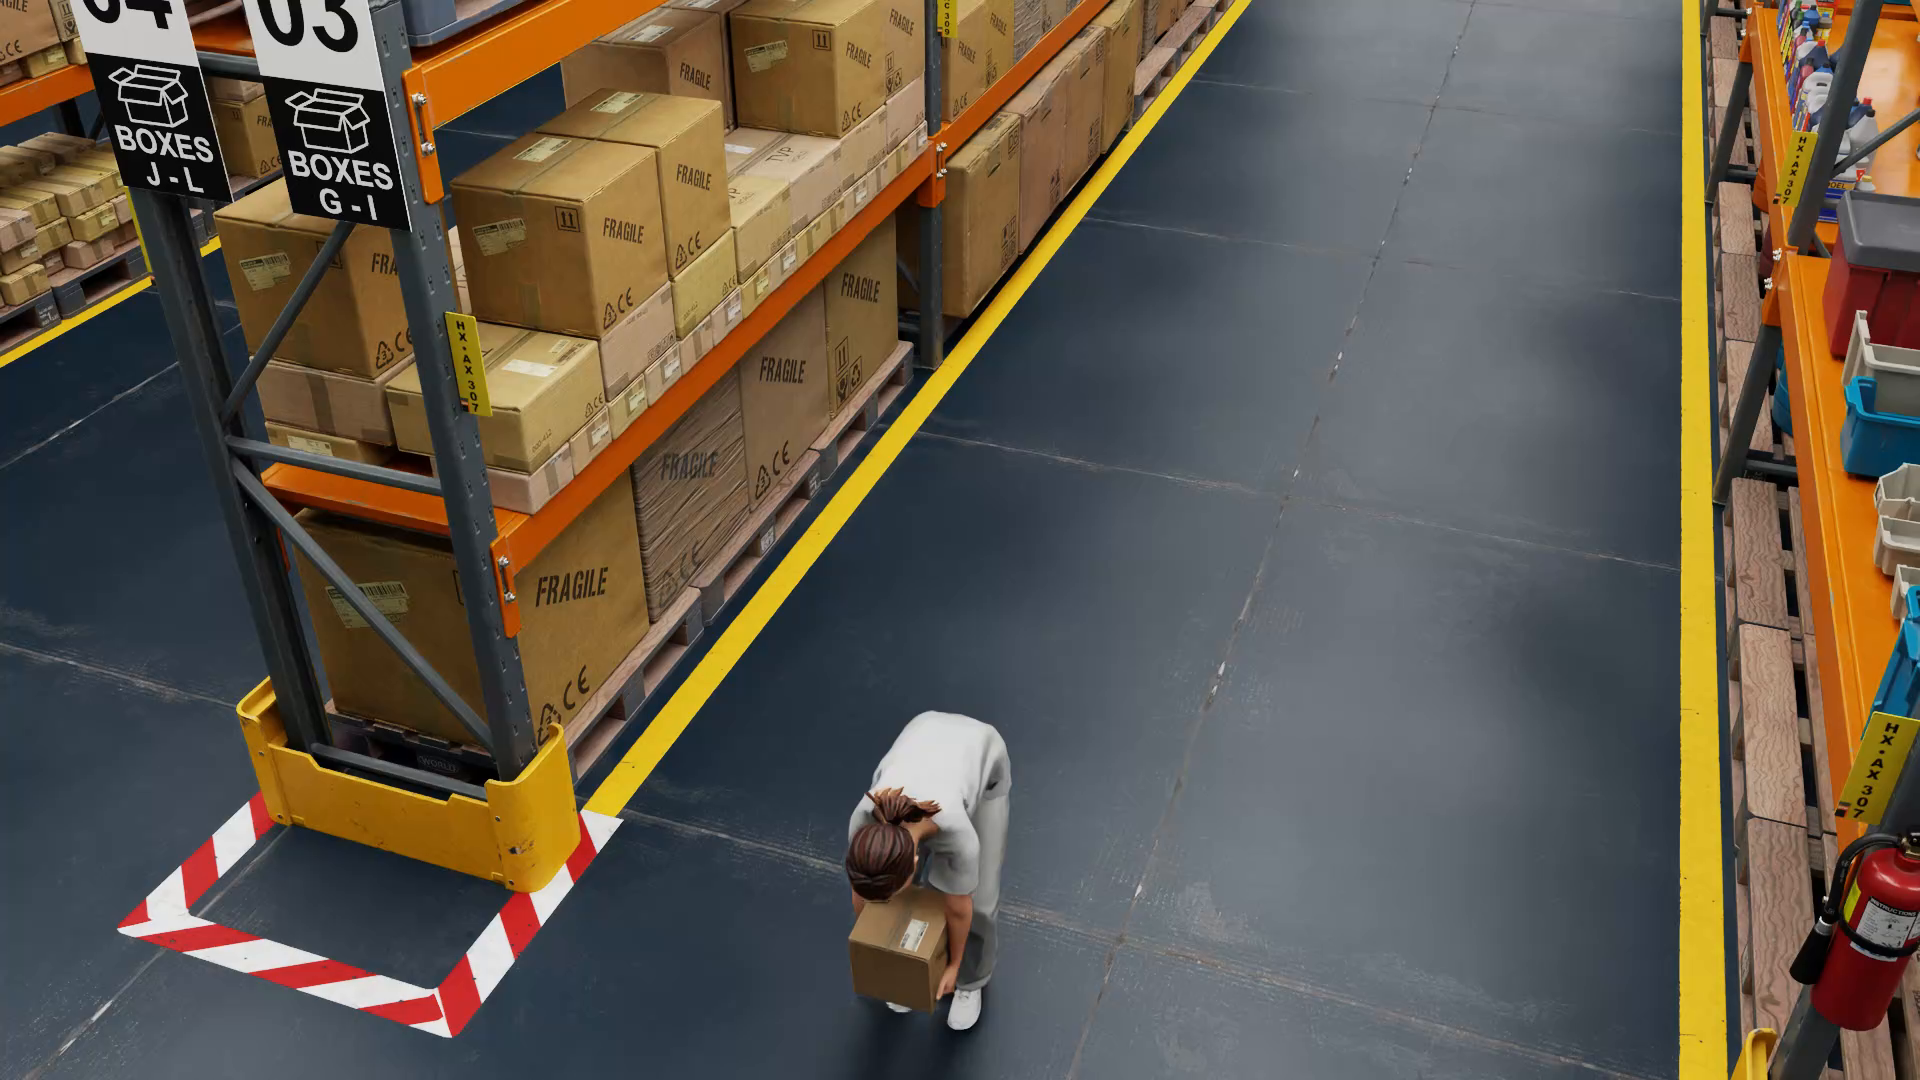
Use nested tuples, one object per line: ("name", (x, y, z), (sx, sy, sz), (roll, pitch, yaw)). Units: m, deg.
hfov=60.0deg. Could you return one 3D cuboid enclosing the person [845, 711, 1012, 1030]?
("person", (-0.110, 1.072, 4.985), (0.404, 1.161, 0.863), (10, 35, 15))
